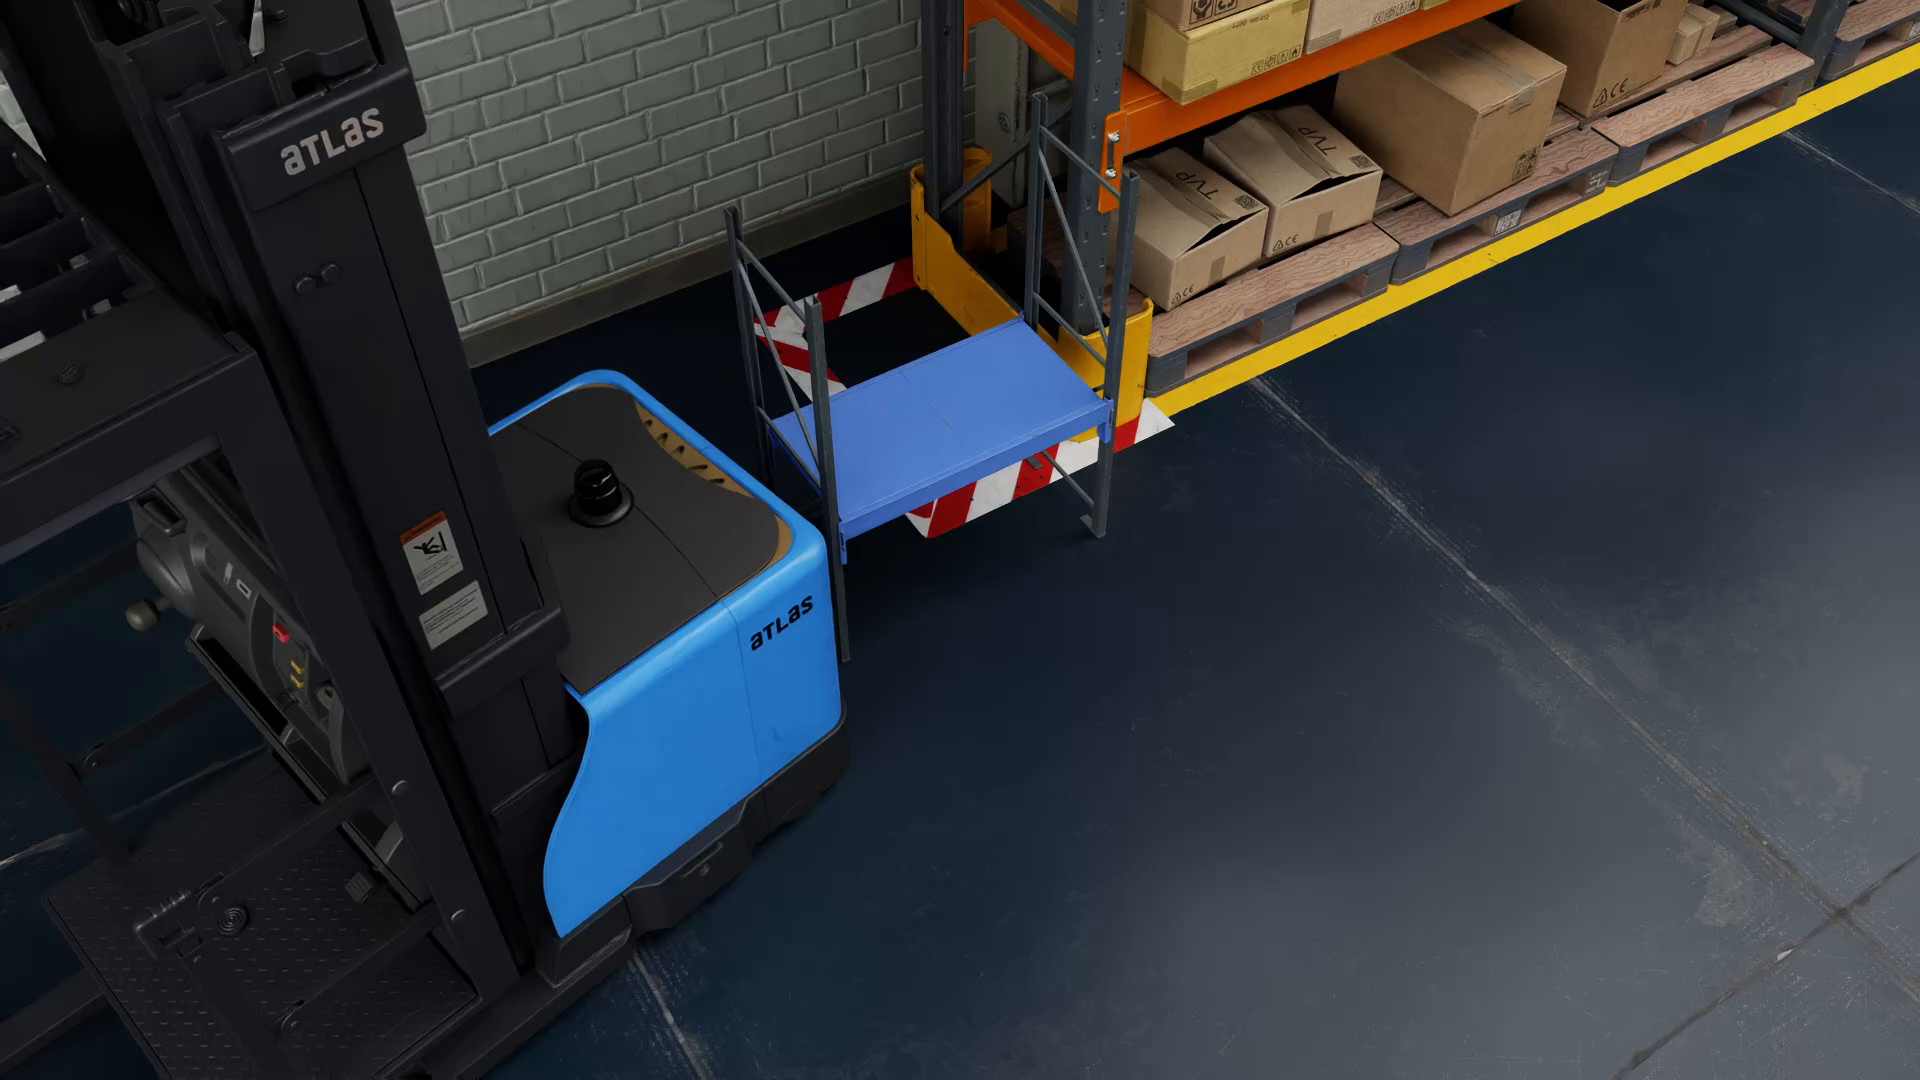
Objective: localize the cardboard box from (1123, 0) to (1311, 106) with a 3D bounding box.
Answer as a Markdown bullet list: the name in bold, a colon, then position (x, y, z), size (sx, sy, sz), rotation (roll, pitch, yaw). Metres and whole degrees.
- **cardboard box**: position (0.761, -1.693, 5.336), size (0.500, 0.250, 0.500), rotation (-27, 54, -22)

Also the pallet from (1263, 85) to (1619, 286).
- **pallet**: position (1.980, -1.630, 7.060), size (1.213, 0.211, 1.003), rotation (-25, 53, -21)

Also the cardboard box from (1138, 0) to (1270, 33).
- **cardboard box**: position (0.743, -1.949, 5.062), size (0.500, 0.500, 0.500), rotation (-25, 53, -21)

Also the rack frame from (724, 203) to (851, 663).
- **rack frame**: position (-0.502, -0.262, 4.979), size (0.032, 1.500, 0.500), rotation (-25, 53, -21)

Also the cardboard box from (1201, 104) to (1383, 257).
- **cardboard box**: position (1.294, -1.441, 6.530), size (0.500, 0.311, 0.500), rotation (-21, 52, -18)

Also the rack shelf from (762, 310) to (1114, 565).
- **rack shelf**: position (-0.072, -0.345, 5.294), size (1.000, 0.185, 0.538), rotation (-25, 53, -21)

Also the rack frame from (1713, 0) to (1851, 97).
- **rack frame**: position (3.562, -3.336, 6.713), size (0.127, 3.000, 1.000), rotation (-25, 53, -21)

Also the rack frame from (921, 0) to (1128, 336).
- **rack frame**: position (0.179, -1.742, 5.293), size (0.127, 3.000, 1.000), rotation (-25, 53, -21)

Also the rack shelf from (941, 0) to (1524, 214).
- **rack shelf**: position (1.871, -2.300, 6.271), size (4.000, 0.370, 1.077), rotation (-25, 53, -21)

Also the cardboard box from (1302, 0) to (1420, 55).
- **cardboard box**: position (1.193, -1.909, 5.529), size (0.500, 0.250, 0.500), rotation (-27, 54, -22)

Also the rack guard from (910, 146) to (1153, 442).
- **rack guard**: position (0.243, -0.941, 6.254), size (0.348, 0.500, 1.175), rotation (-25, 53, -21)

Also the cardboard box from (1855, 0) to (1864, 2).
- **cardboard box**: position (4.176, -2.955, 7.752), size (0.500, 0.500, 0.700), rotation (-24, 52, -20)

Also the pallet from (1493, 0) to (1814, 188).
- **pallet**: position (3.013, -2.119, 7.496), size (1.213, 0.211, 1.003), rotation (-25, 53, -21)

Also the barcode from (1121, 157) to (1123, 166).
- **barcode**: position (0.614, -1.476, 6.556), size (0.075, 0.075, 0.001), rotation (-25, 53, -21)

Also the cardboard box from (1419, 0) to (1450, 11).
- **cardboard box**: position (1.627, -2.108, 5.706), size (0.500, 0.250, 0.500), rotation (-26, 53, -21)

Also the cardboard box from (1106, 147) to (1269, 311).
- **cardboard box**: position (0.812, -1.213, 6.328), size (0.500, 0.311, 0.500), rotation (-31, 55, -25)

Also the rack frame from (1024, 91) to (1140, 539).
- **rack frame**: position (0.358, -0.667, 5.340), size (0.032, 1.500, 0.500), rotation (-25, 53, -21)

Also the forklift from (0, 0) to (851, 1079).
- **forklift**: position (-1.736, 0.251, 3.563), size (3.031, 2.935, 1.130), rotation (-36, 58, -28)

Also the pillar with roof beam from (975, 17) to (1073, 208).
- **pillar with roof beam**: position (2.607, -1.844, 1.366), size (0.400, 9.000, 9.100), rotation (-25, 53, -21)

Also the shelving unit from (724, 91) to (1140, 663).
- **shelving unit**: position (-0.072, -0.465, 5.160), size (1.048, 1.500, 0.538), rotation (-25, 53, -21)

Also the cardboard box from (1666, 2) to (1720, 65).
- **cardboard box**: position (3.126, -2.308, 7.400), size (0.250, 0.166, 0.380), rotation (-32, 56, -25)

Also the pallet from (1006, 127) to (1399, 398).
- **pallet**: position (0.949, -1.147, 6.630), size (1.213, 0.211, 1.003), rotation (-25, 53, -21)

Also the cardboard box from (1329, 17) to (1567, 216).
- **cardboard box**: position (1.941, -1.764, 6.692), size (0.500, 0.500, 0.700), rotation (-28, 54, -23)

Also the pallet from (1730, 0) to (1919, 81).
- **pallet**: position (4.220, -2.720, 8.031), size (1.213, 0.211, 1.003), rotation (-25, 53, -21)

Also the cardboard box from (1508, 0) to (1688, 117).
- **cardboard box**: position (2.706, -2.212, 7.091), size (0.500, 0.500, 0.500), rotation (-29, 54, -23)

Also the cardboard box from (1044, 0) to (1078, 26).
- **cardboard box**: position (0.471, -2.008, 5.617), size (0.500, 0.250, 0.500), rotation (-25, 53, -20)
